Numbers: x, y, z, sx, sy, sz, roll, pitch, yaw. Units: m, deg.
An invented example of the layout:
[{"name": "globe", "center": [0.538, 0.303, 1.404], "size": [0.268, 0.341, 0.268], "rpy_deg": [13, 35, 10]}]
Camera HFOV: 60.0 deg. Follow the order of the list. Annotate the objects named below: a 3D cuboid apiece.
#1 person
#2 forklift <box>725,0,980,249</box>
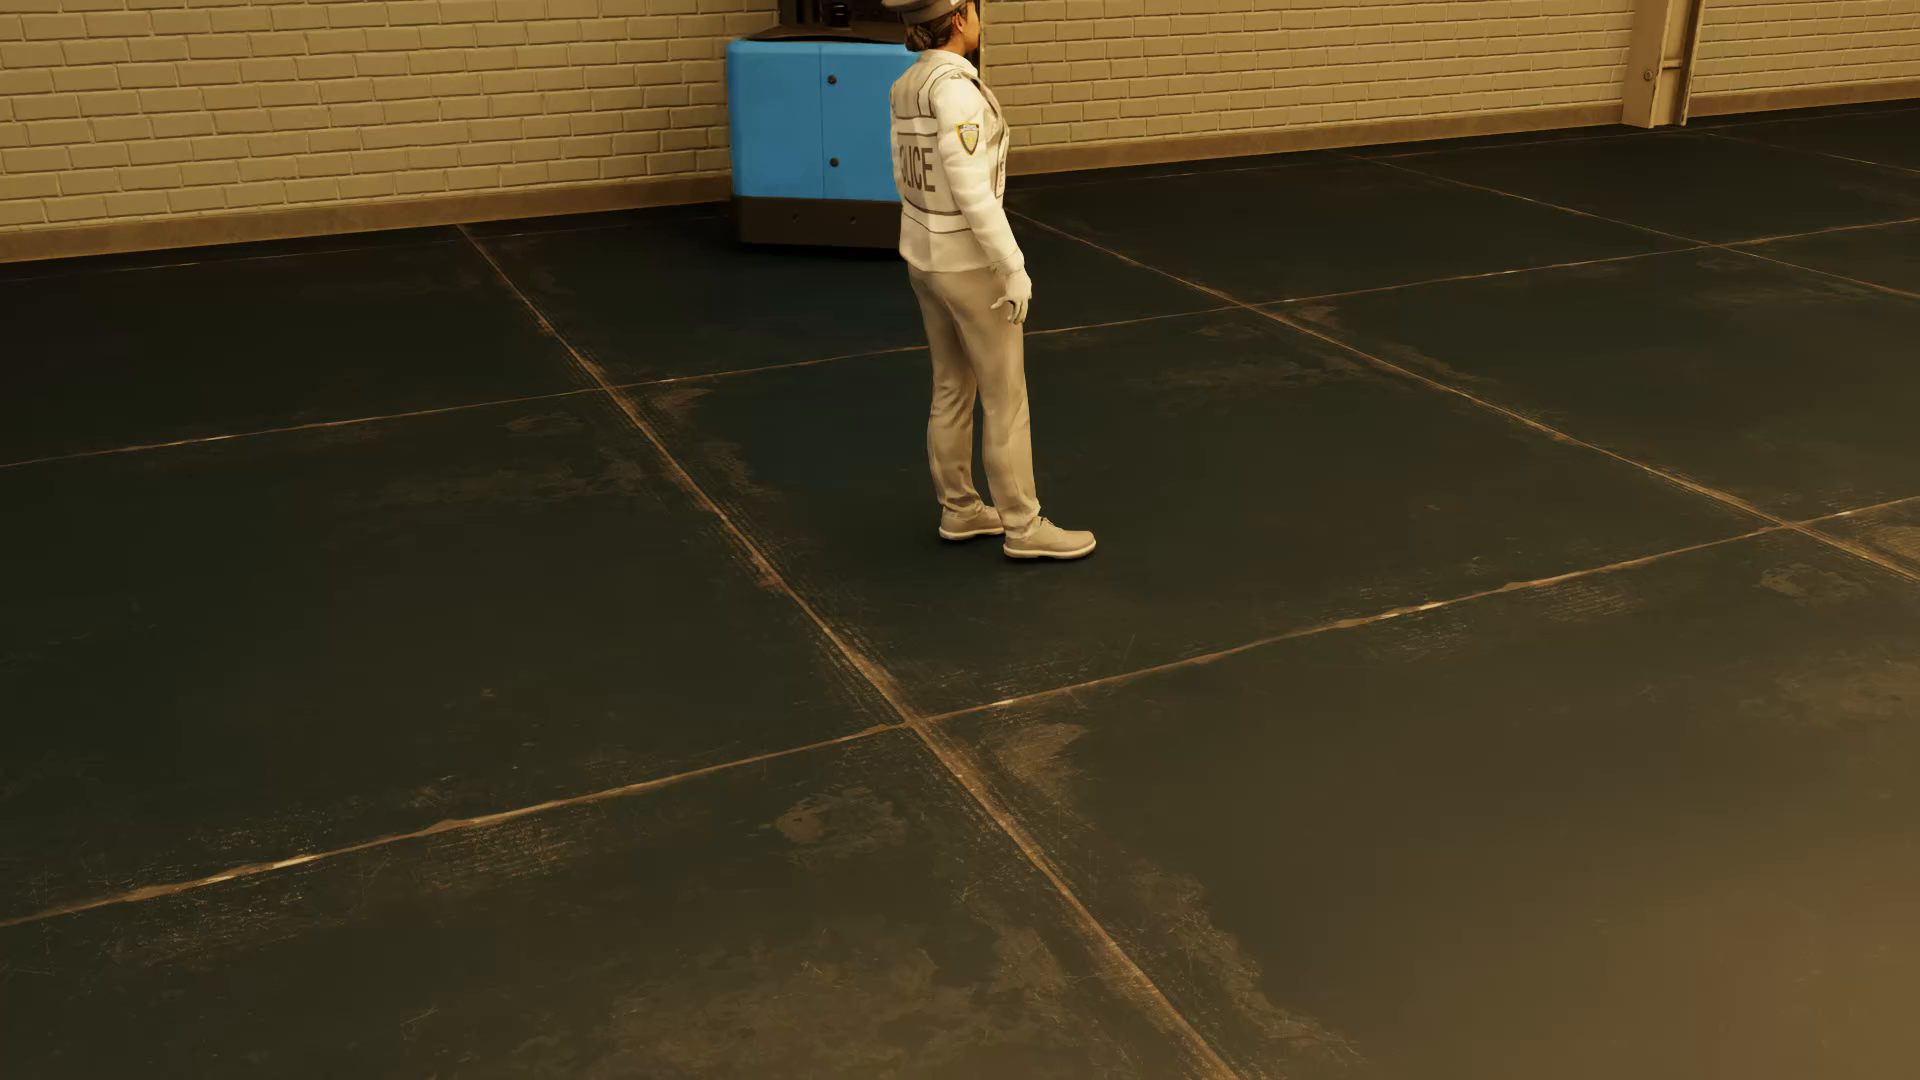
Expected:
[{"name": "person", "center": [0.066, -0.798, 4.800], "size": [0.530, 1.694, 0.586], "rpy_deg": [-10, 25, -23]}, {"name": "forklift", "center": [-0.434, -3.371, 9.401], "size": [1.130, 2.935, 3.031], "rpy_deg": [4, 23, 9]}]
